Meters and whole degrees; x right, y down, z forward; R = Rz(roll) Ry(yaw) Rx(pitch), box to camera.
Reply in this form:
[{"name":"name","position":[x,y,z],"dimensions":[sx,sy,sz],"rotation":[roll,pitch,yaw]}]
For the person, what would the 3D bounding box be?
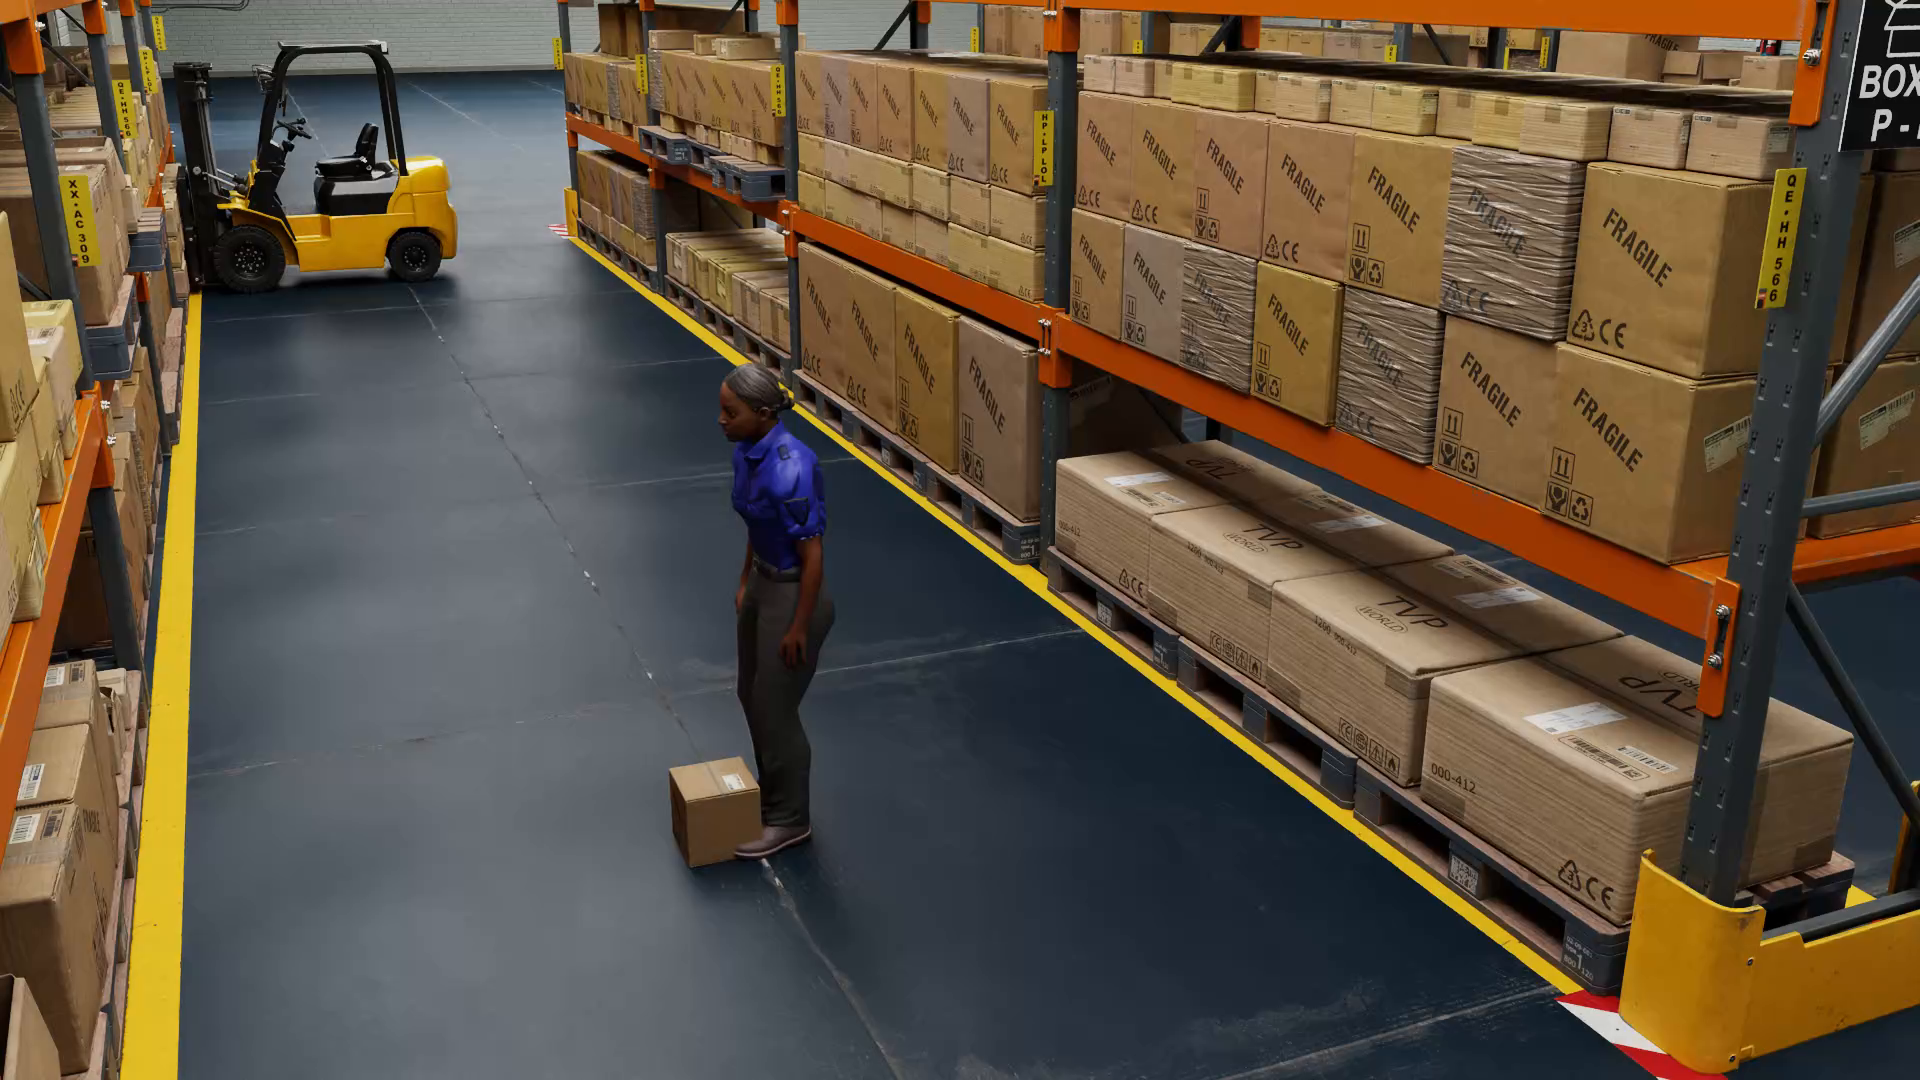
[{"name":"person","position":[-0.631,0.218,5.439],"dimensions":[0.403,1.653,0.530],"rotation":[-9,21,-25]}]
